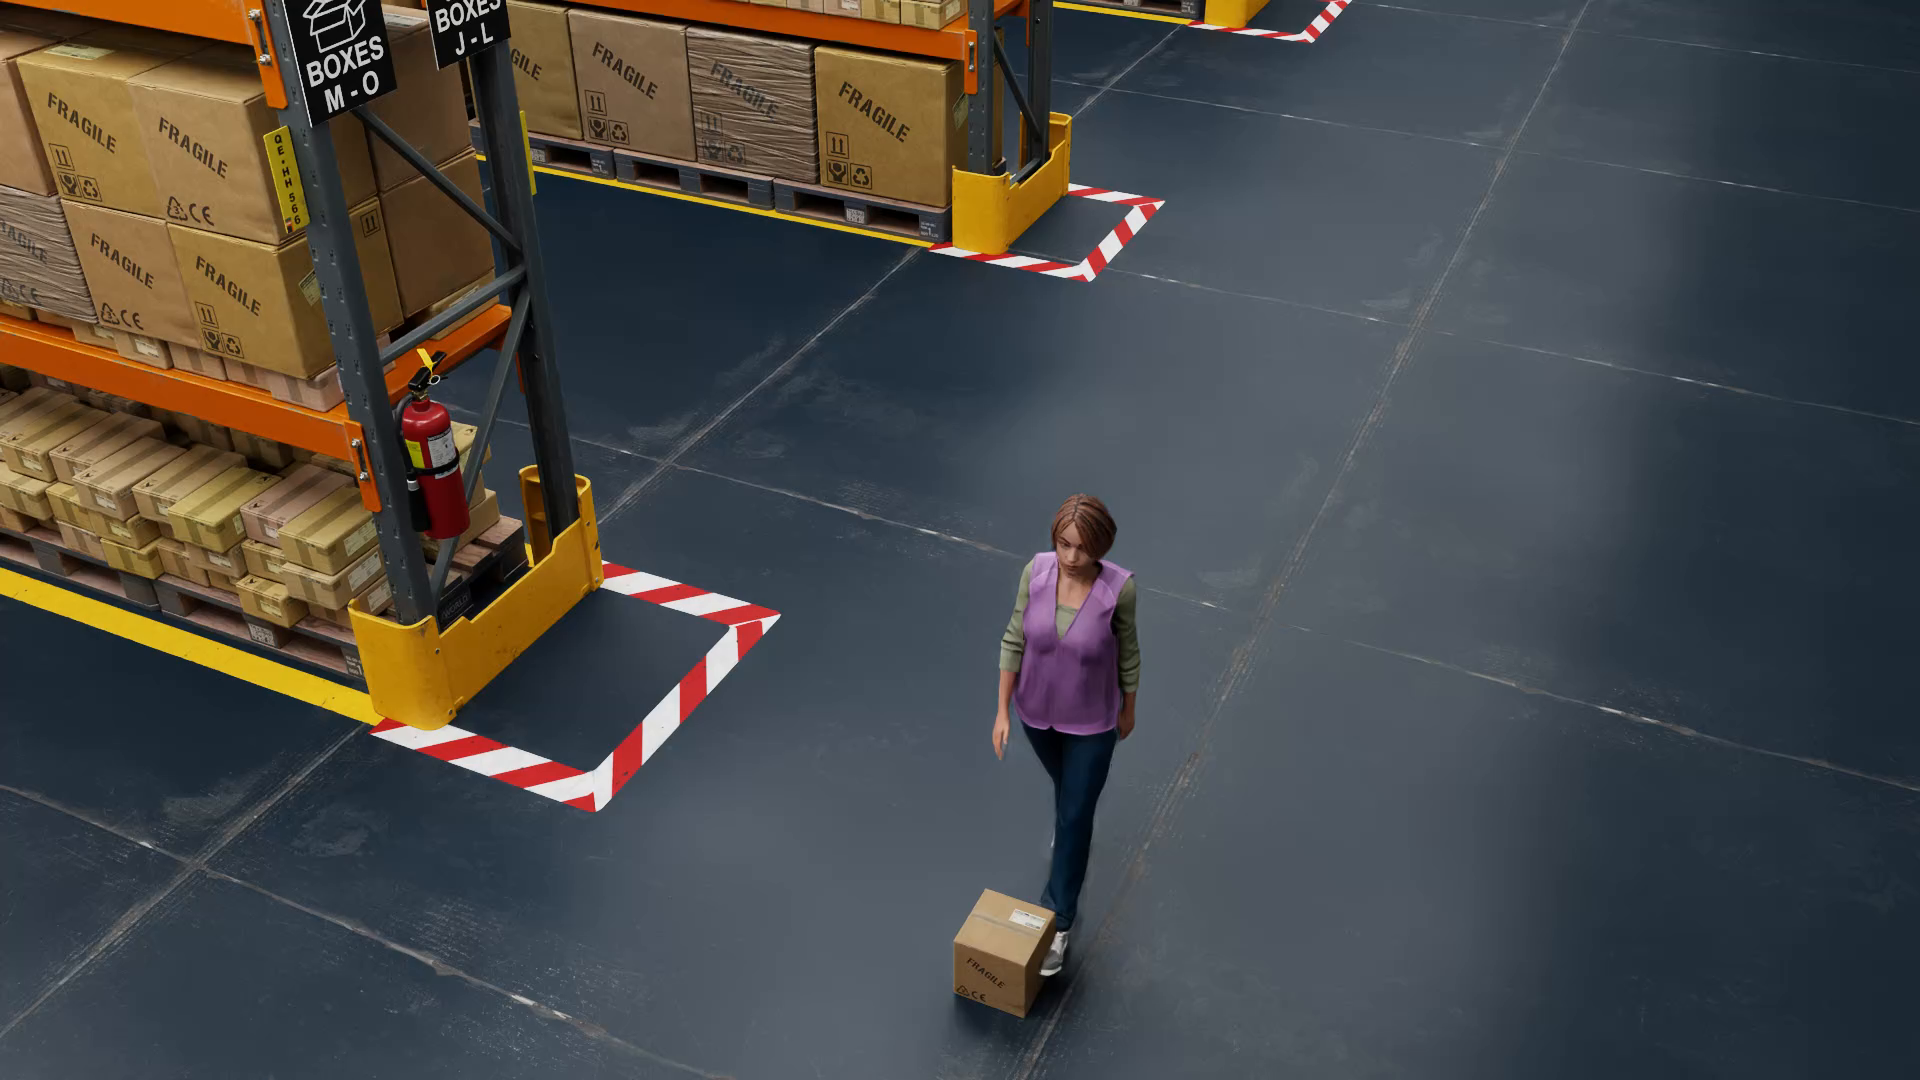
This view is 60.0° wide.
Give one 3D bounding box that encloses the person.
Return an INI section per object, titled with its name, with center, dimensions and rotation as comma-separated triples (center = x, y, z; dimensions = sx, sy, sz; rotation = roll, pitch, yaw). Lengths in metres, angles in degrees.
[person]
center = 0.313, 0.576, 5.301
dimensions = 0.425, 1.564, 0.838
rotation = 15, 37, 21
